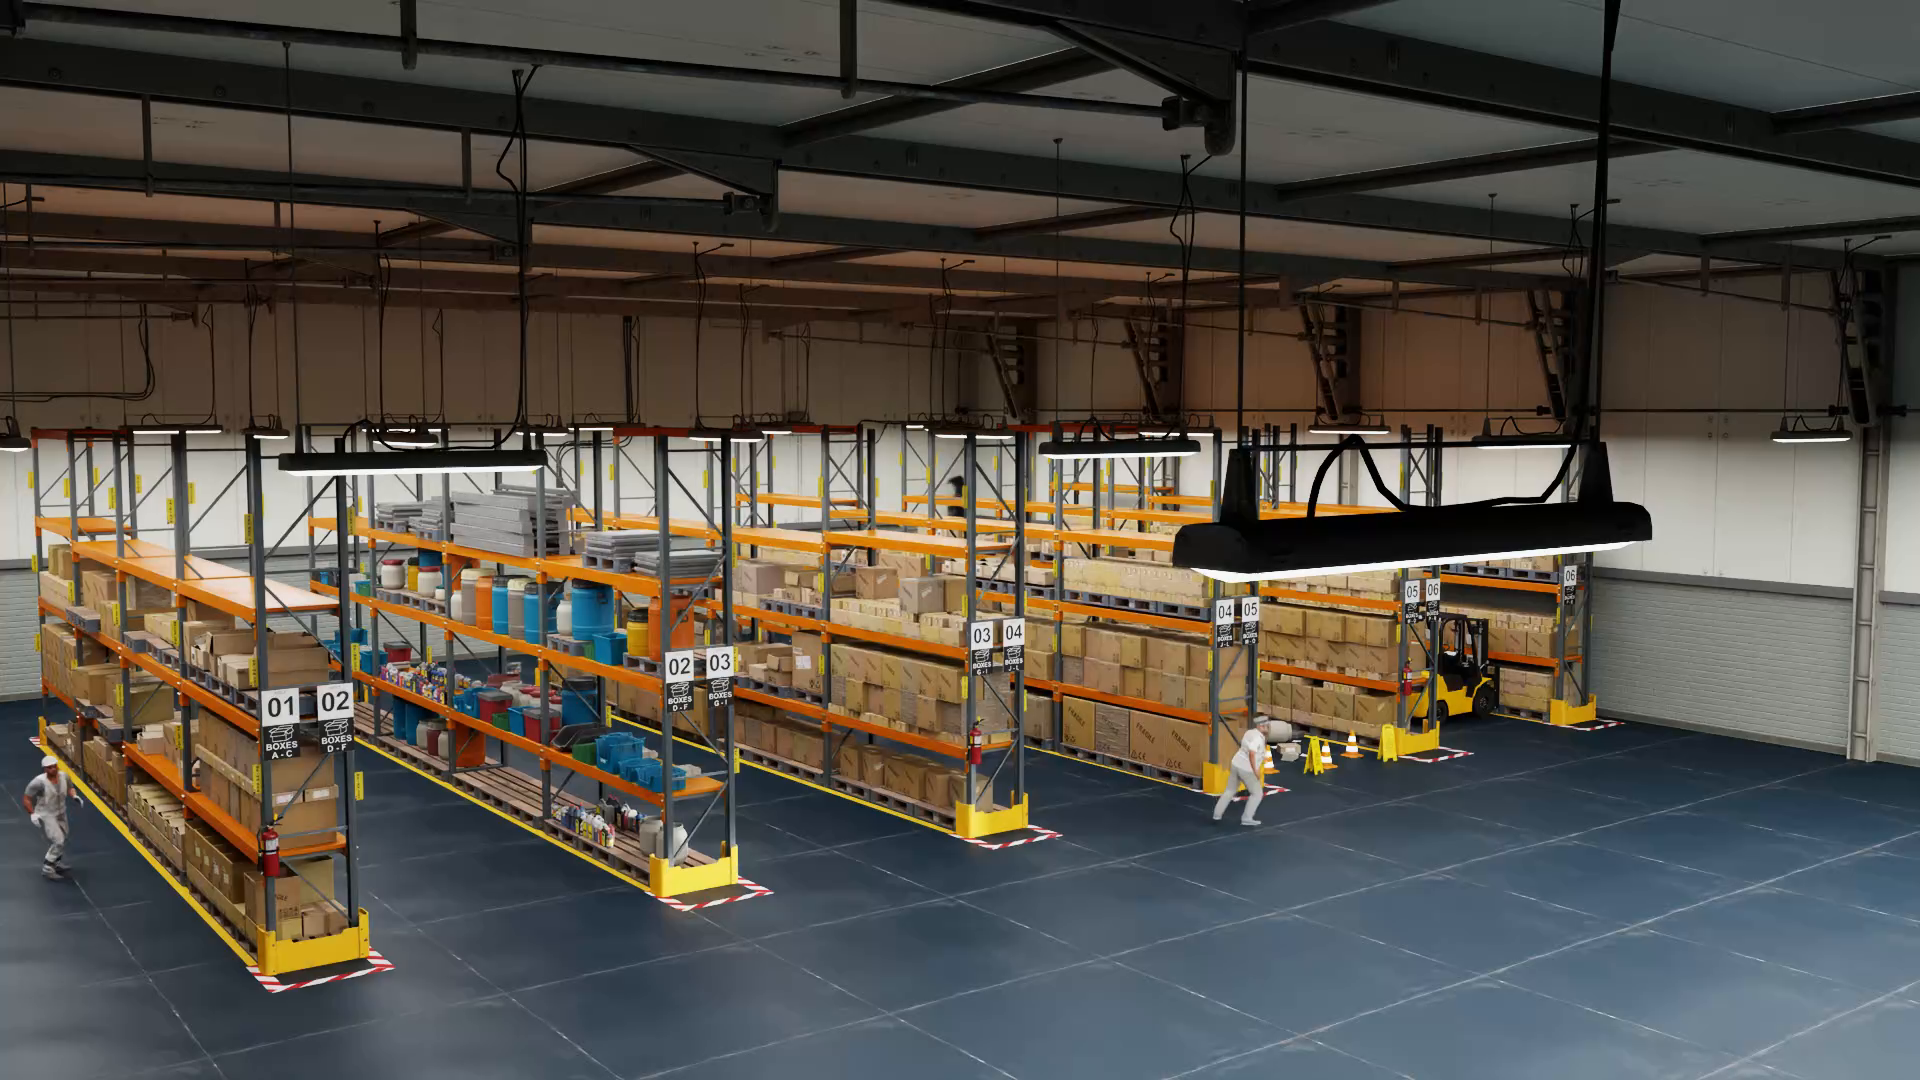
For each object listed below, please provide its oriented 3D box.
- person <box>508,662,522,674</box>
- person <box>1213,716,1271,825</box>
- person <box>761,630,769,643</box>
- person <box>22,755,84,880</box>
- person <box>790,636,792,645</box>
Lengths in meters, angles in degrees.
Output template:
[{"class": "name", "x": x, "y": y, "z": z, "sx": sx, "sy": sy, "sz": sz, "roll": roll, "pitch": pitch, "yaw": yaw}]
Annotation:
[{"class": "person", "x": -8.828, "y": 3.082, "z": 32.127, "sx": 0.819, "sy": 1.483, "sz": 0.641, "roll": 2, "pitch": 5, "yaw": 24}, {"class": "person", "x": 4.356, "y": 3.512, "z": 25.384, "sx": 0.893, "sy": 1.683, "sz": 0.712, "roll": -2, "pitch": 5, "yaw": -22}, {"class": "person", "x": -4.347, "y": 2.722, "z": 35.597, "sx": 0.839, "sy": 1.656, "sz": 0.600, "roll": 3, "pitch": 5, "yaw": 35}, {"class": "person", "x": -12.232, "y": 3.726, "z": 22.512, "sx": 0.742, "sy": 1.708, "sz": 0.684, "roll": 1, "pitch": 5, "yaw": 15}, {"class": "person", "x": -4.024, "y": 2.235, "z": 41.892, "sx": 0.815, "sy": 1.567, "sz": 0.509, "roll": -1, "pitch": 5, "yaw": -11}]
